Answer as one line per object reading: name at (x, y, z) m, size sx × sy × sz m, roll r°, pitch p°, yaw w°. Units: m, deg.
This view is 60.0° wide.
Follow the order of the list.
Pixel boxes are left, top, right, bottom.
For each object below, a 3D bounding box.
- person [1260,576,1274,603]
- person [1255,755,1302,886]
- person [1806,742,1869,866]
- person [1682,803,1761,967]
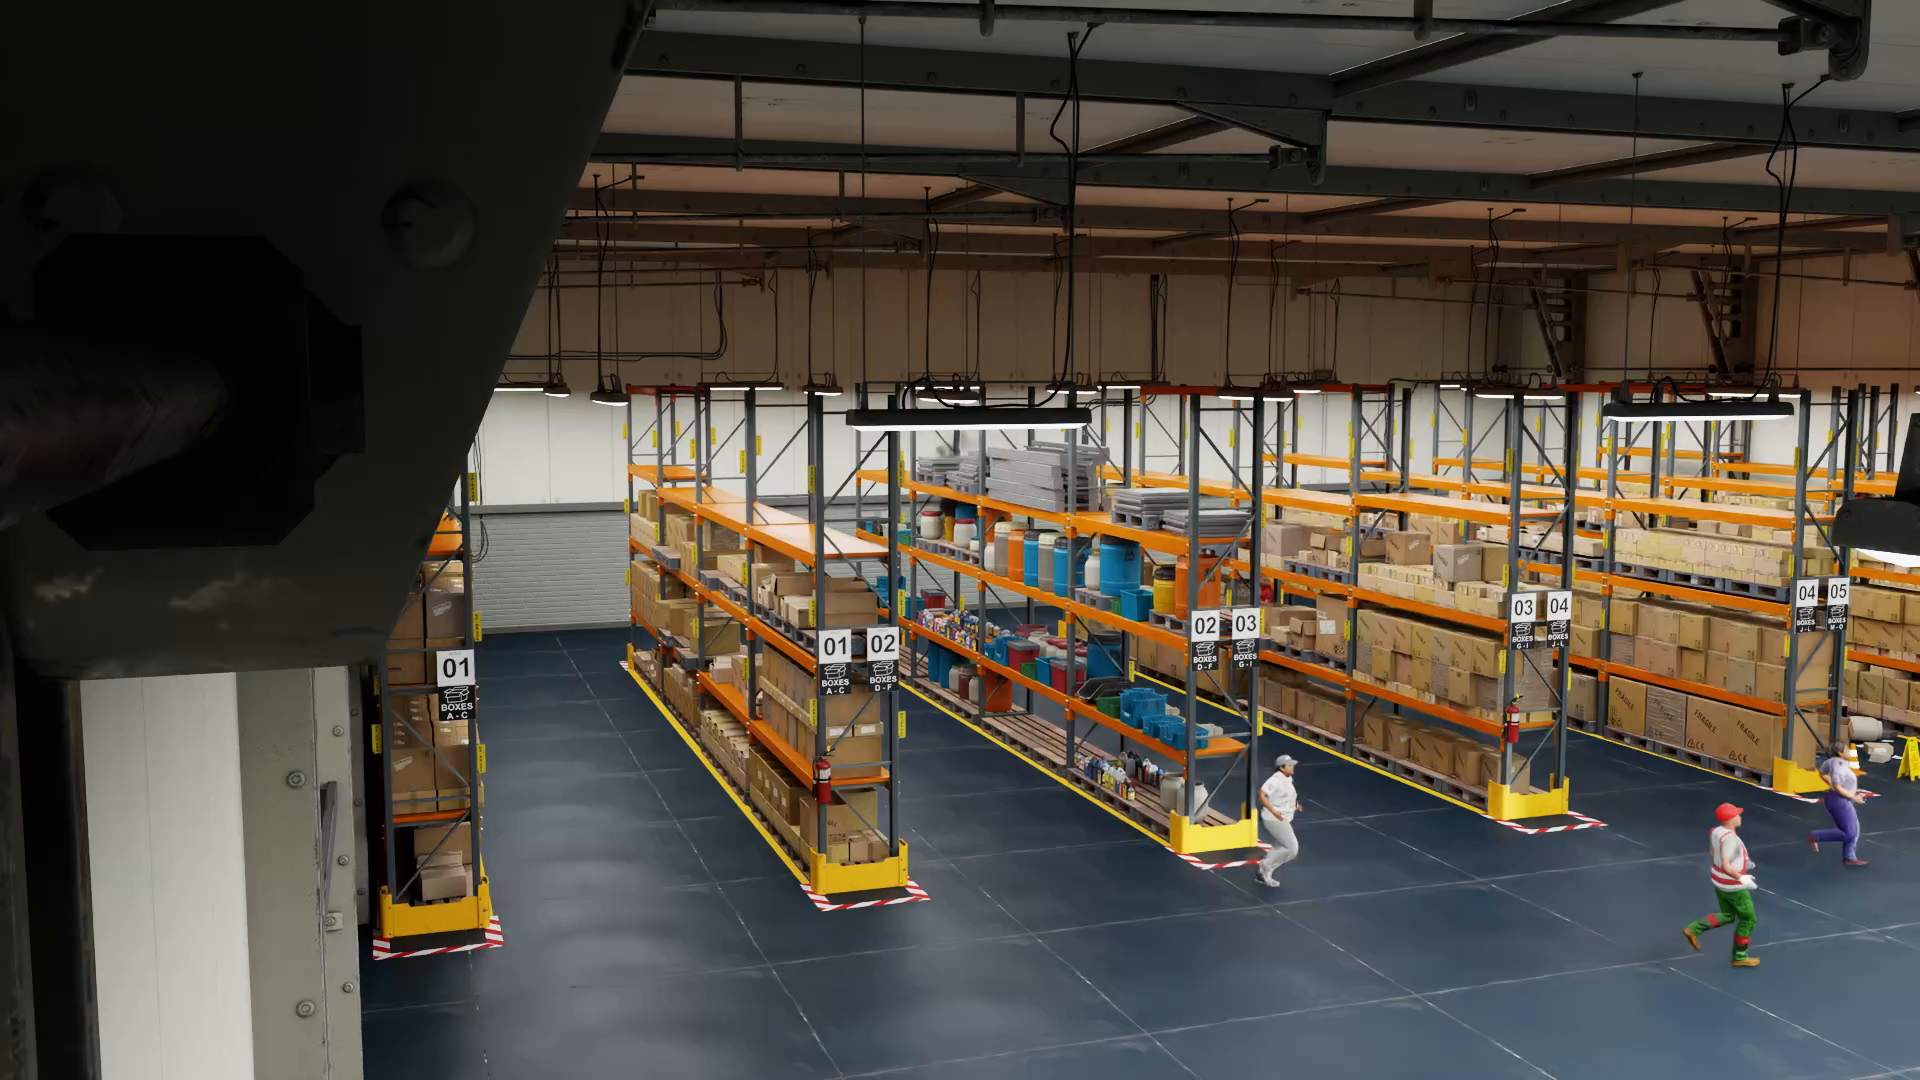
person at (6.748, 1.629, 37.114) m, size 0.664 × 1.709 × 0.944 m, roll -2°, pitch 6°, yaw -21°
person at (3.927, 3.430, 20.379) m, size 0.540 × 1.616 × 0.647 m, roll 3°, pitch 7°, yaw 25°
person at (11.201, 3.357, 21.204) m, size 0.769 × 1.603 × 0.621 m, roll 2°, pitch 6°, yaw 16°
person at (8.107, 3.647, 17.603) m, size 0.786 × 1.750 × 0.663 m, roll 1°, pitch 6°, yaw 5°
